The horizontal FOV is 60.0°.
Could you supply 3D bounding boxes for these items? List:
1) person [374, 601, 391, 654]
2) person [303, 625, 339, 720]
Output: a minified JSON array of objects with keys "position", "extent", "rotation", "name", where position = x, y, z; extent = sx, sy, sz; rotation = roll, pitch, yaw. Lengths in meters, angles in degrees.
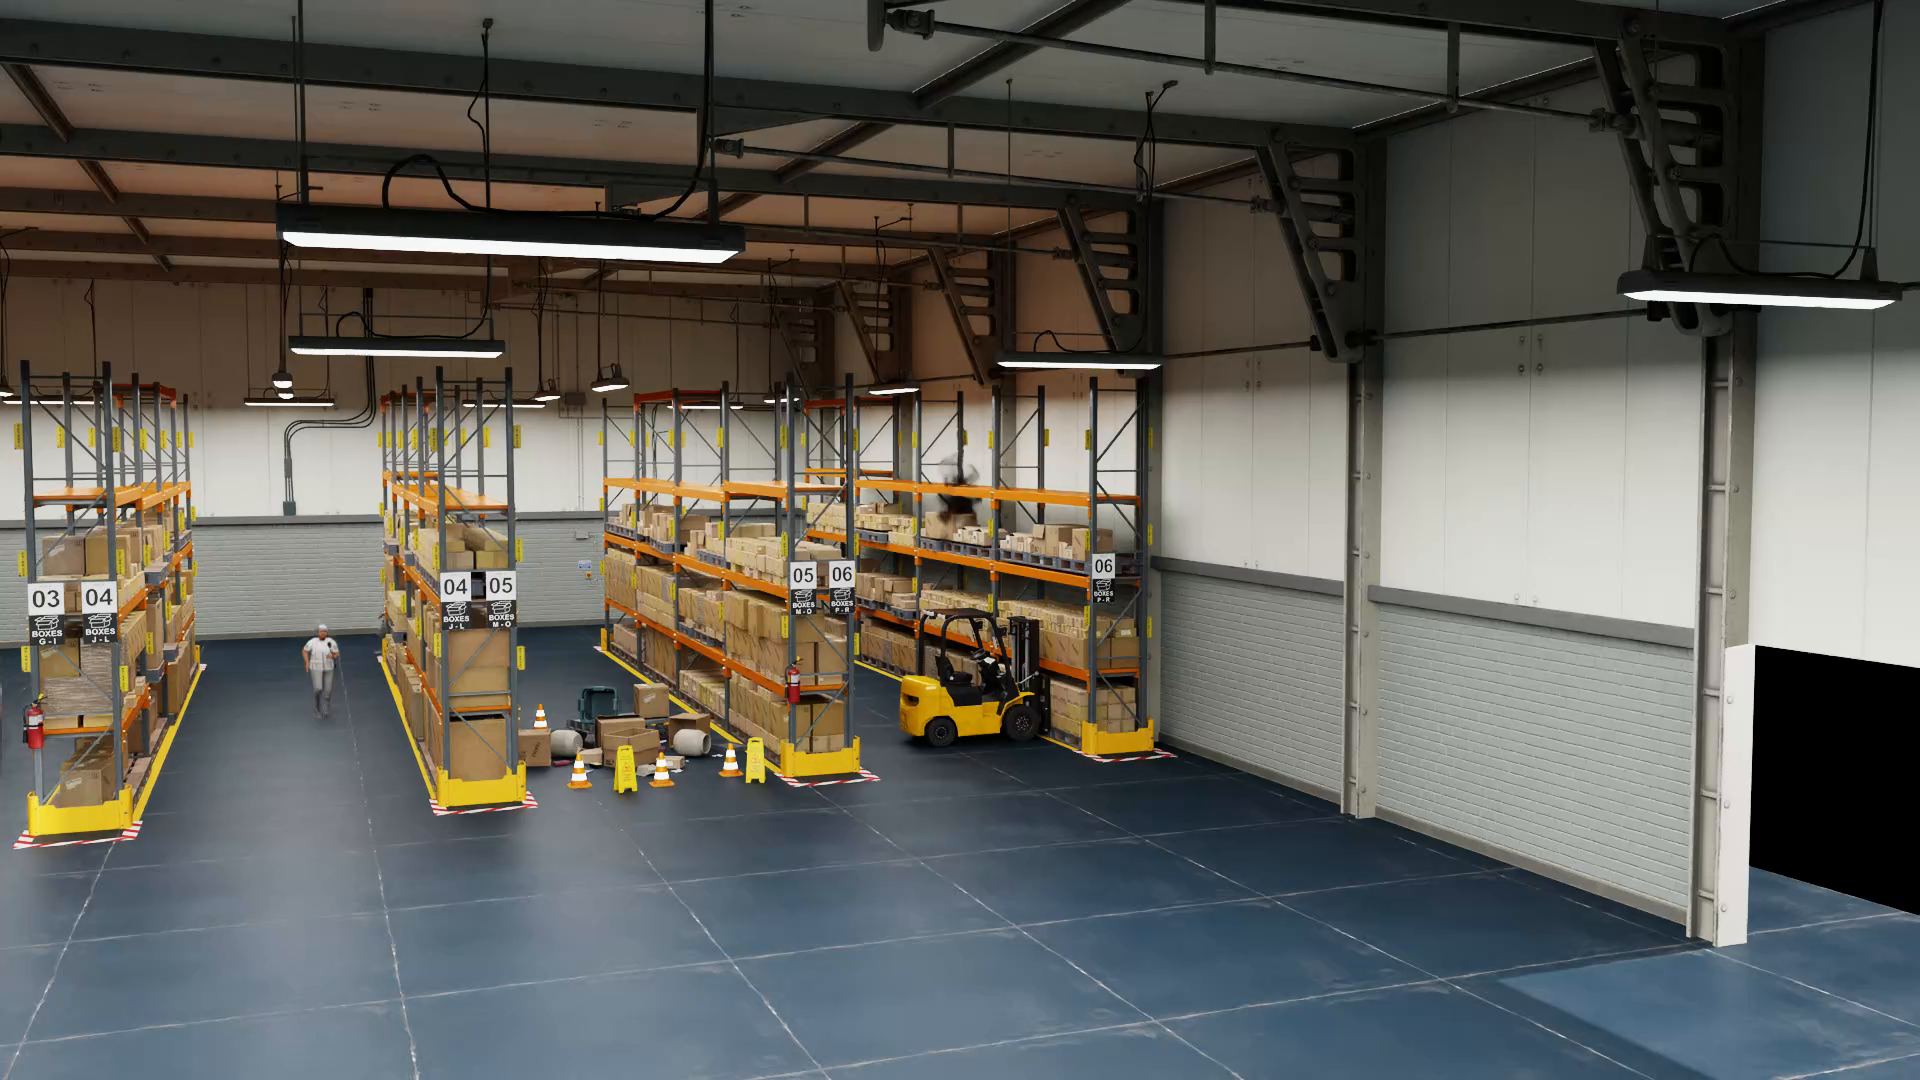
[{"position":[-13.280,1.873,38.754],"extent":[0.666,1.590,0.630],"rotation":[-2,4,-34],"name":"person"},{"position":[-11.497,2.381,29.945],"extent":[0.547,1.716,0.715],"rotation":[-2,4,-32],"name":"person"}]
